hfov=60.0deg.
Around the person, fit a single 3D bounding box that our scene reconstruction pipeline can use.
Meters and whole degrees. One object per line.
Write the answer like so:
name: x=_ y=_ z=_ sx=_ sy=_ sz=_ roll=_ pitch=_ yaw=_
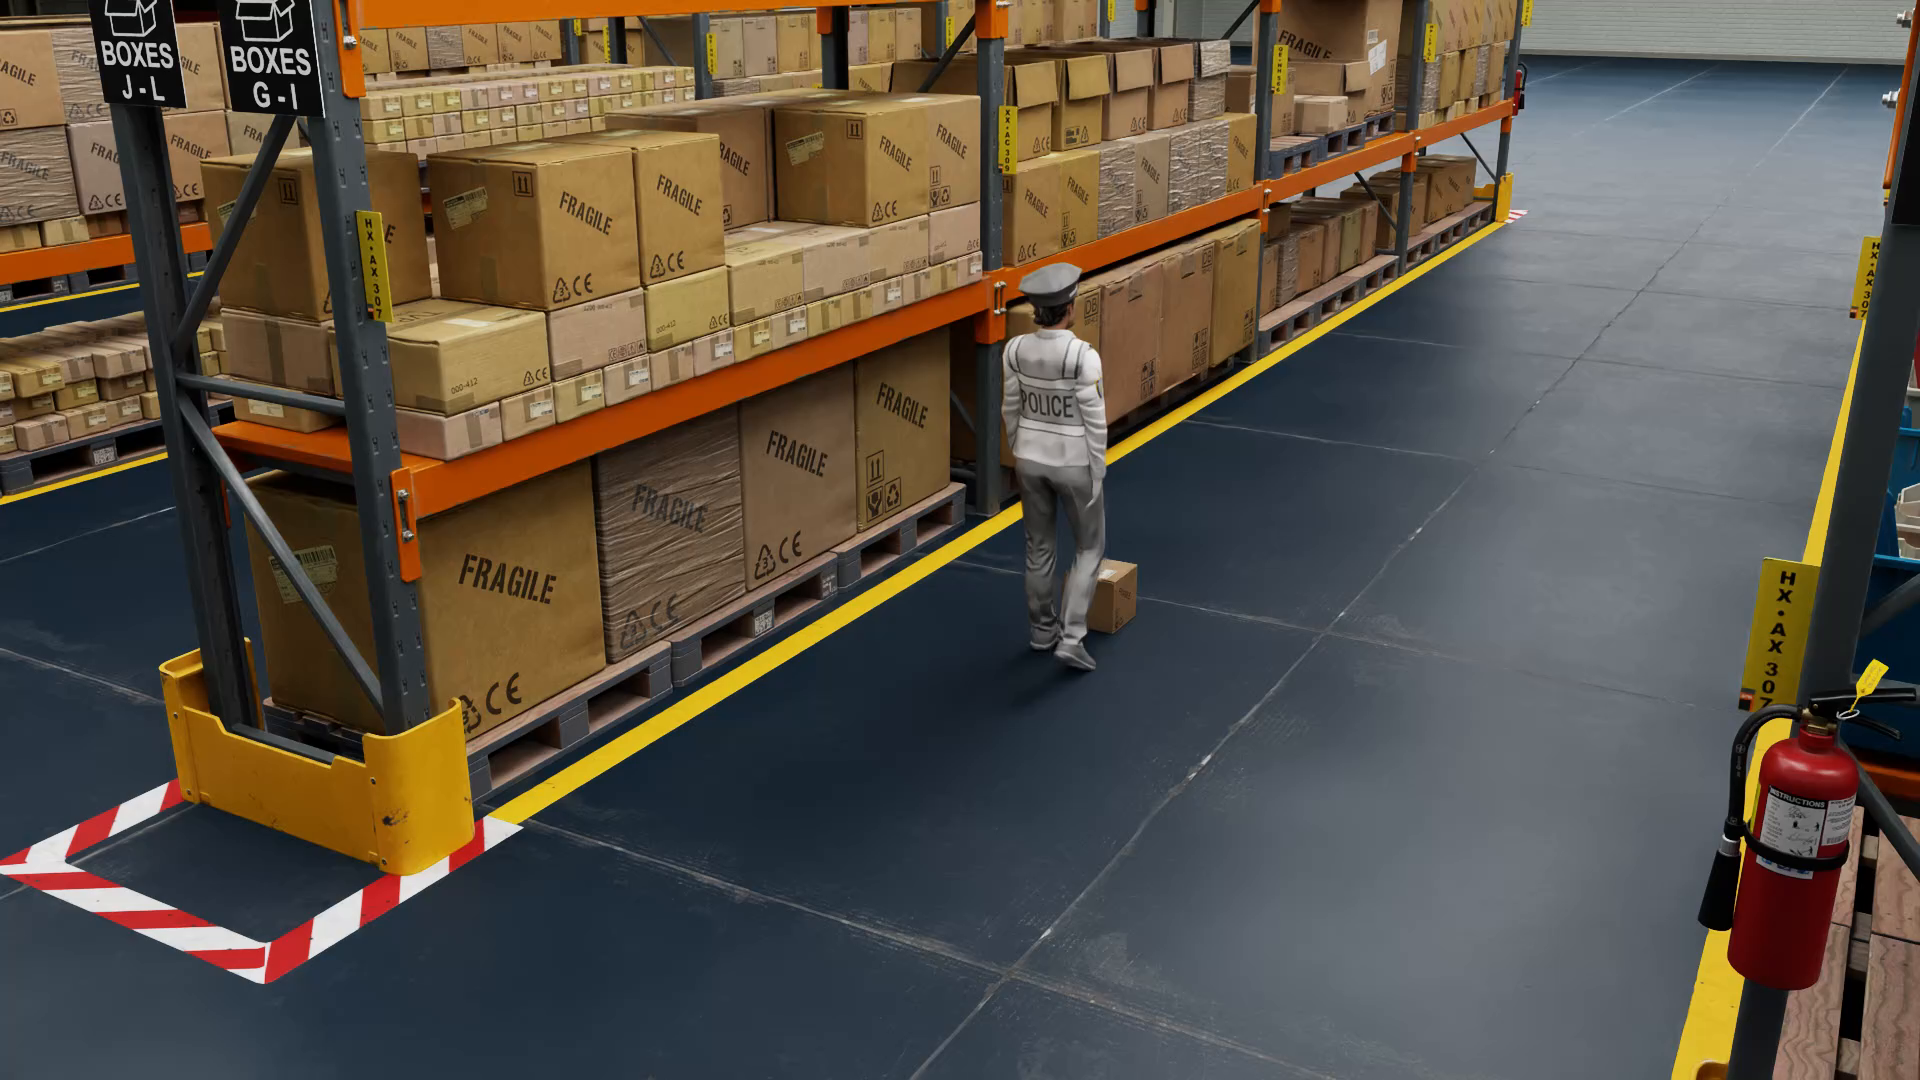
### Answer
person: x=0.417 y=-0.289 z=6.906 sx=0.488 sy=1.730 sz=0.466 roll=11 pitch=22 yaw=28
